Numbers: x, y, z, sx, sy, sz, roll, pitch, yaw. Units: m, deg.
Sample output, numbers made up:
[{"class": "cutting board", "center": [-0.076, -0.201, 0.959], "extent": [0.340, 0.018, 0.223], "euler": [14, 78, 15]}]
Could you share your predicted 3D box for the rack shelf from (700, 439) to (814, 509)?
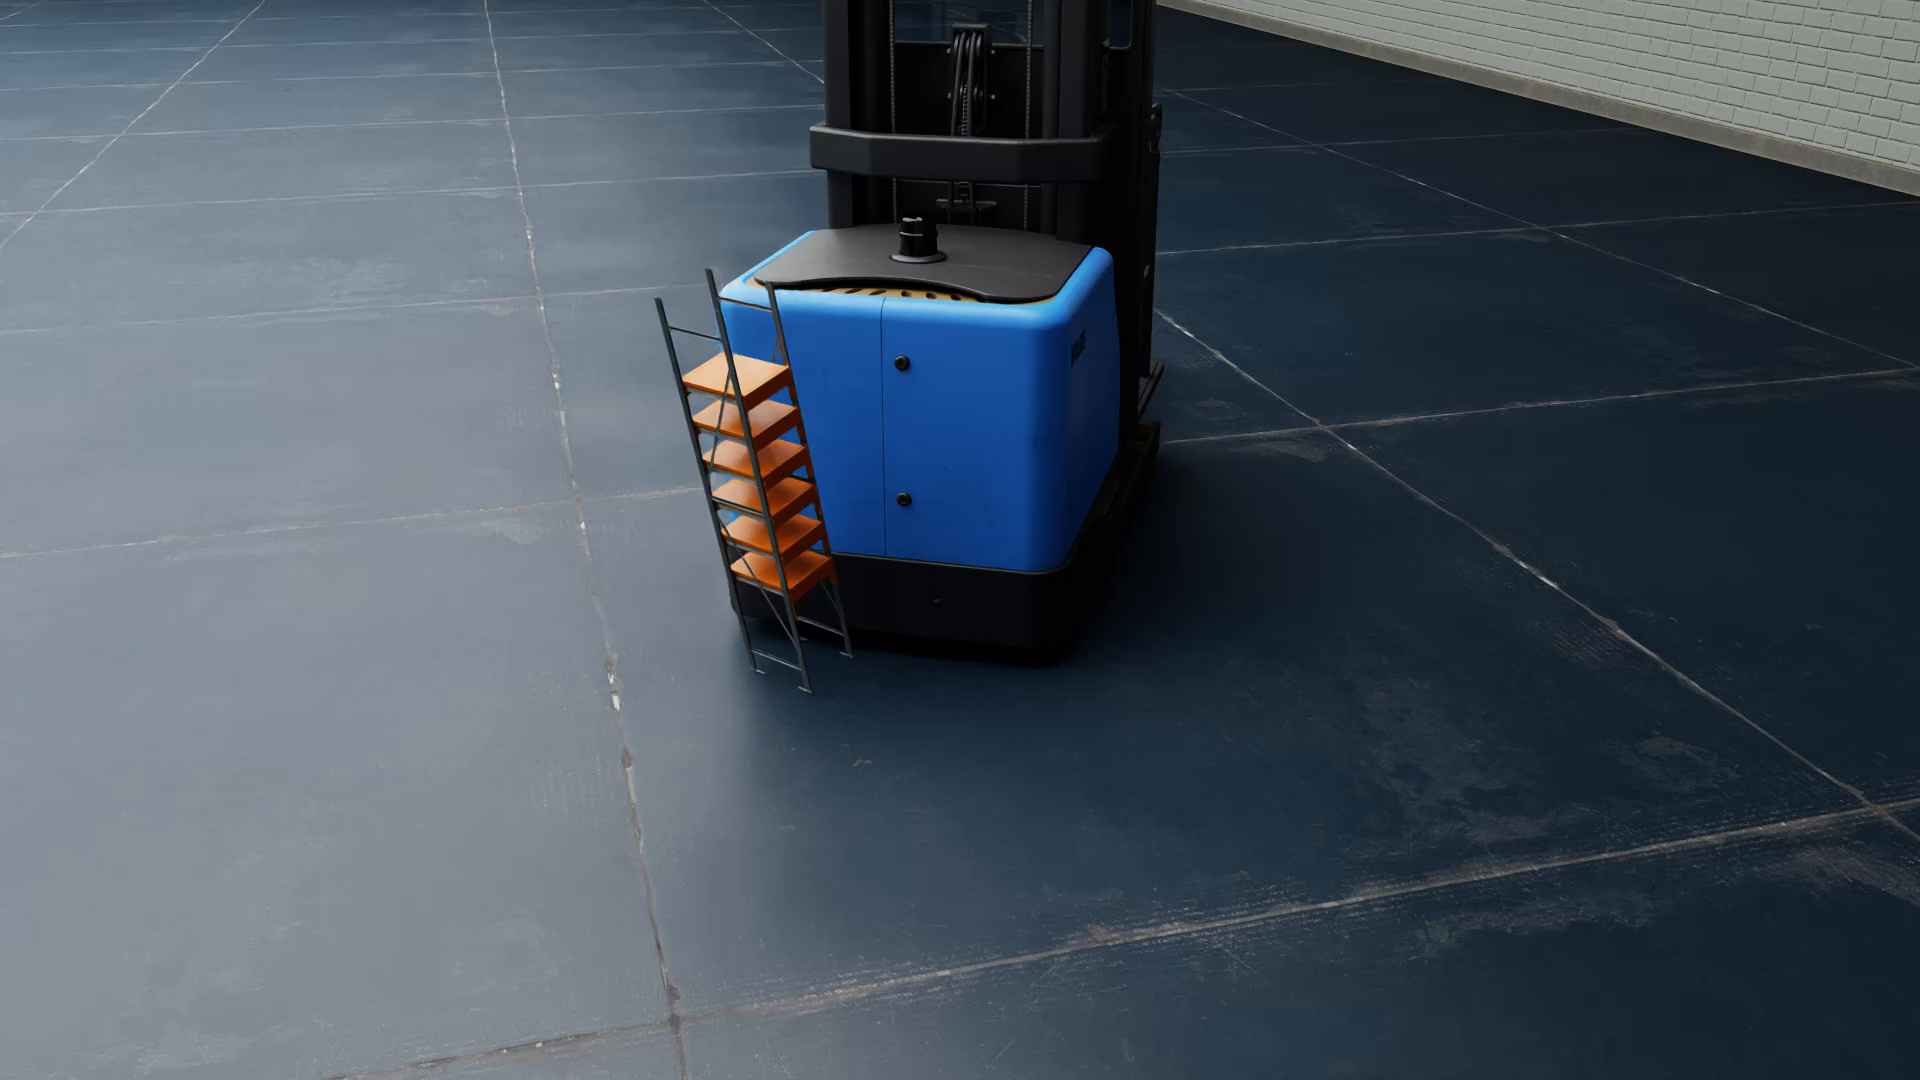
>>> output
[{"class": "rack shelf", "center": [-0.551, -0.198, 4.483], "extent": [0.258, 0.103, 0.180], "euler": [17, 41, 35]}]

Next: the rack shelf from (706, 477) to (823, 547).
[{"class": "rack shelf", "center": [-0.535, -0.098, 4.548], "extent": [0.258, 0.103, 0.180], "euler": [17, 41, 35]}]

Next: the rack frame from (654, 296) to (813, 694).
[{"class": "rack frame", "center": [-0.596, -0.089, 4.467], "extent": [0.240, 1.200, 0.006], "euler": [17, 41, 35]}]

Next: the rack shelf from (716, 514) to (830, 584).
[{"class": "rack shelf", "center": [-0.518, 0.001, 4.613], "extent": [0.258, 0.103, 0.180], "euler": [17, 41, 35]}]

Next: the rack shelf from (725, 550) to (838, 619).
[{"class": "rack shelf", "center": [-0.501, 0.101, 4.678], "extent": [0.258, 0.103, 0.180], "euler": [17, 41, 35]}]

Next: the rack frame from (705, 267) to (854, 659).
[{"class": "rack frame", "center": [-0.486, -0.181, 4.580], "extent": [0.240, 1.200, 0.006], "euler": [17, 41, 35]}]

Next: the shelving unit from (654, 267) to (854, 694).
[{"class": "shelving unit", "center": [-0.541, -0.135, 4.524], "extent": [0.258, 1.200, 0.189], "euler": [17, 41, 35]}]

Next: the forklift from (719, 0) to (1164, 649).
[{"class": "forklift", "center": [0.153, -1.585, 5.727], "extent": [1.130, 2.935, 3.031], "euler": [6, 24, 13]}]

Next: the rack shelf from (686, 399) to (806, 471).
[{"class": "rack shelf", "center": [-0.568, -0.297, 4.418], "extent": [0.258, 0.103, 0.180], "euler": [17, 41, 35]}]

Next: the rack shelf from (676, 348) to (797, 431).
[{"class": "rack shelf", "center": [-0.584, -0.397, 4.353], "extent": [0.258, 0.103, 0.180], "euler": [17, 41, 35]}]
